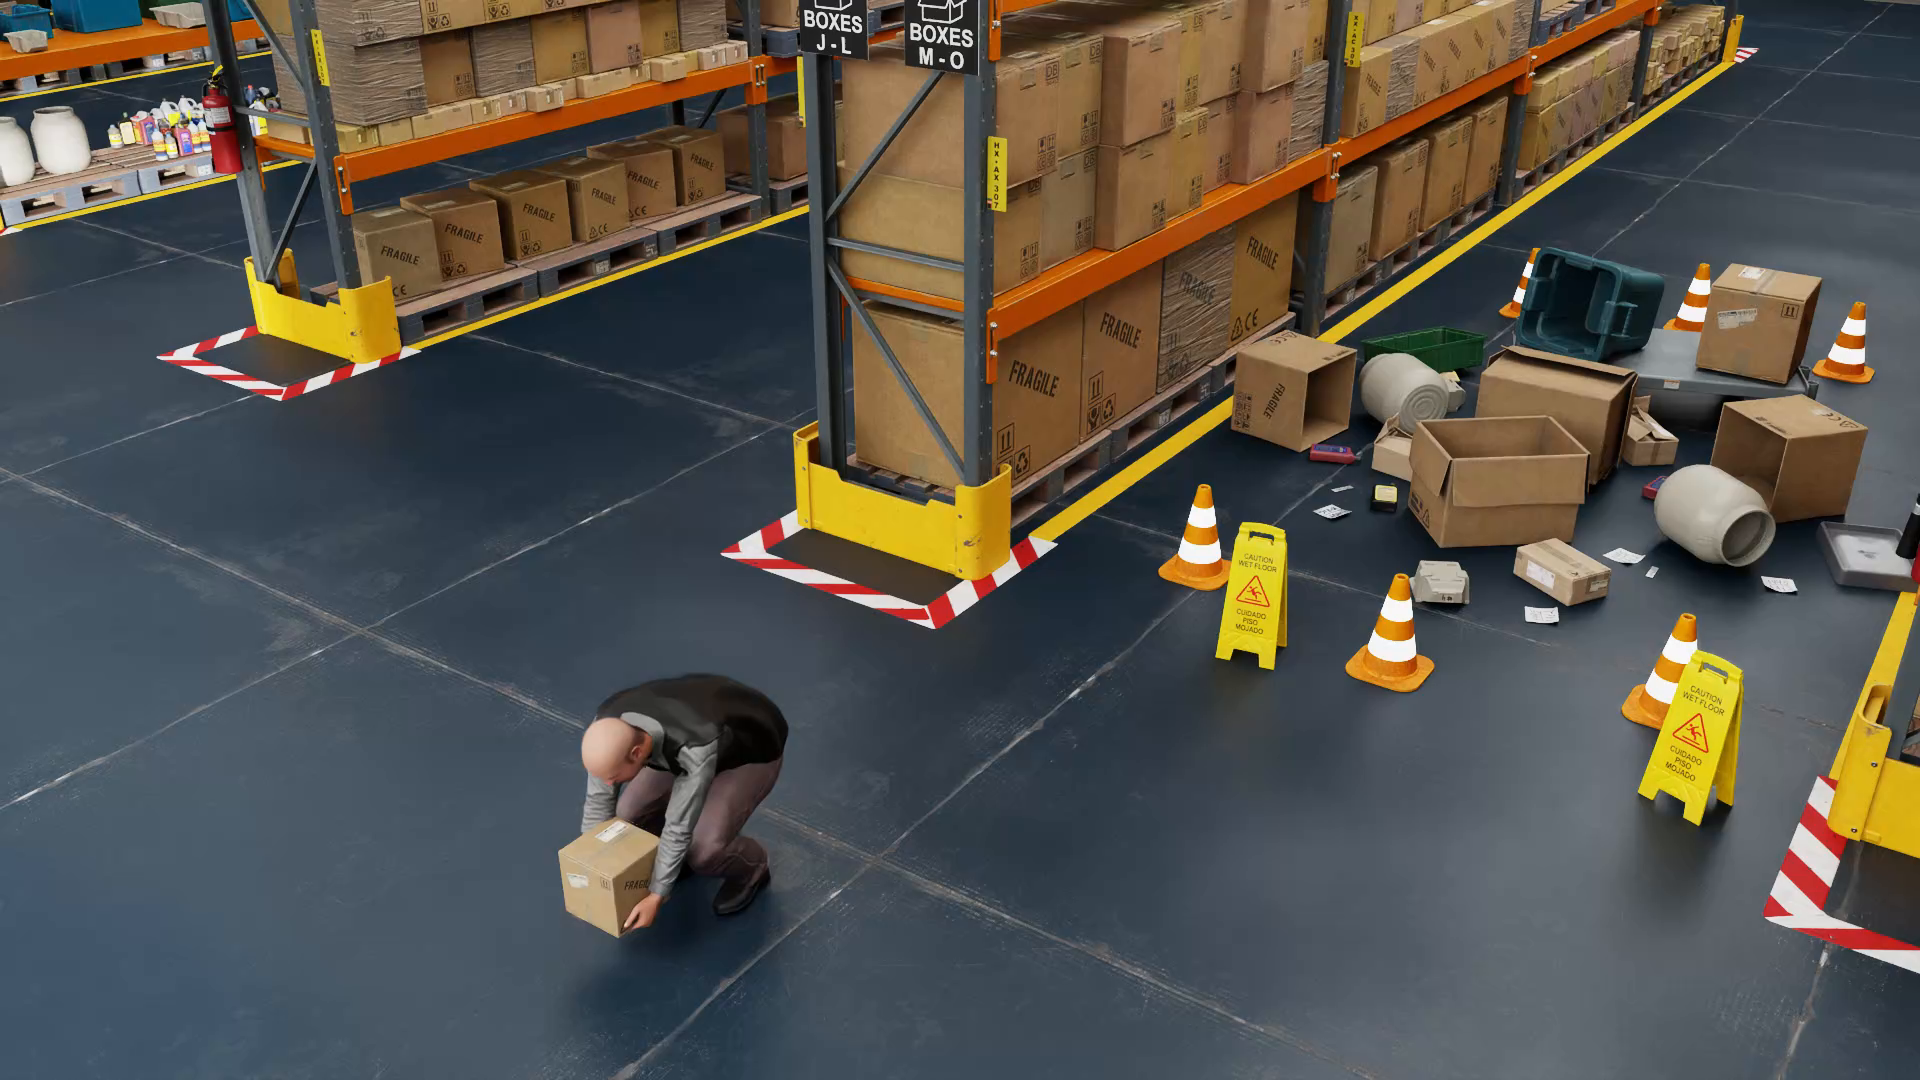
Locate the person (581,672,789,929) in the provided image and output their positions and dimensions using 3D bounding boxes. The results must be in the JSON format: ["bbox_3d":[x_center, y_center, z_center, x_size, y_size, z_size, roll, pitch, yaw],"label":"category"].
[{"bbox_3d":[-0.967,0.872,5.775,0.511,0.956,0.884,16,31,29],"label":"person"}]
